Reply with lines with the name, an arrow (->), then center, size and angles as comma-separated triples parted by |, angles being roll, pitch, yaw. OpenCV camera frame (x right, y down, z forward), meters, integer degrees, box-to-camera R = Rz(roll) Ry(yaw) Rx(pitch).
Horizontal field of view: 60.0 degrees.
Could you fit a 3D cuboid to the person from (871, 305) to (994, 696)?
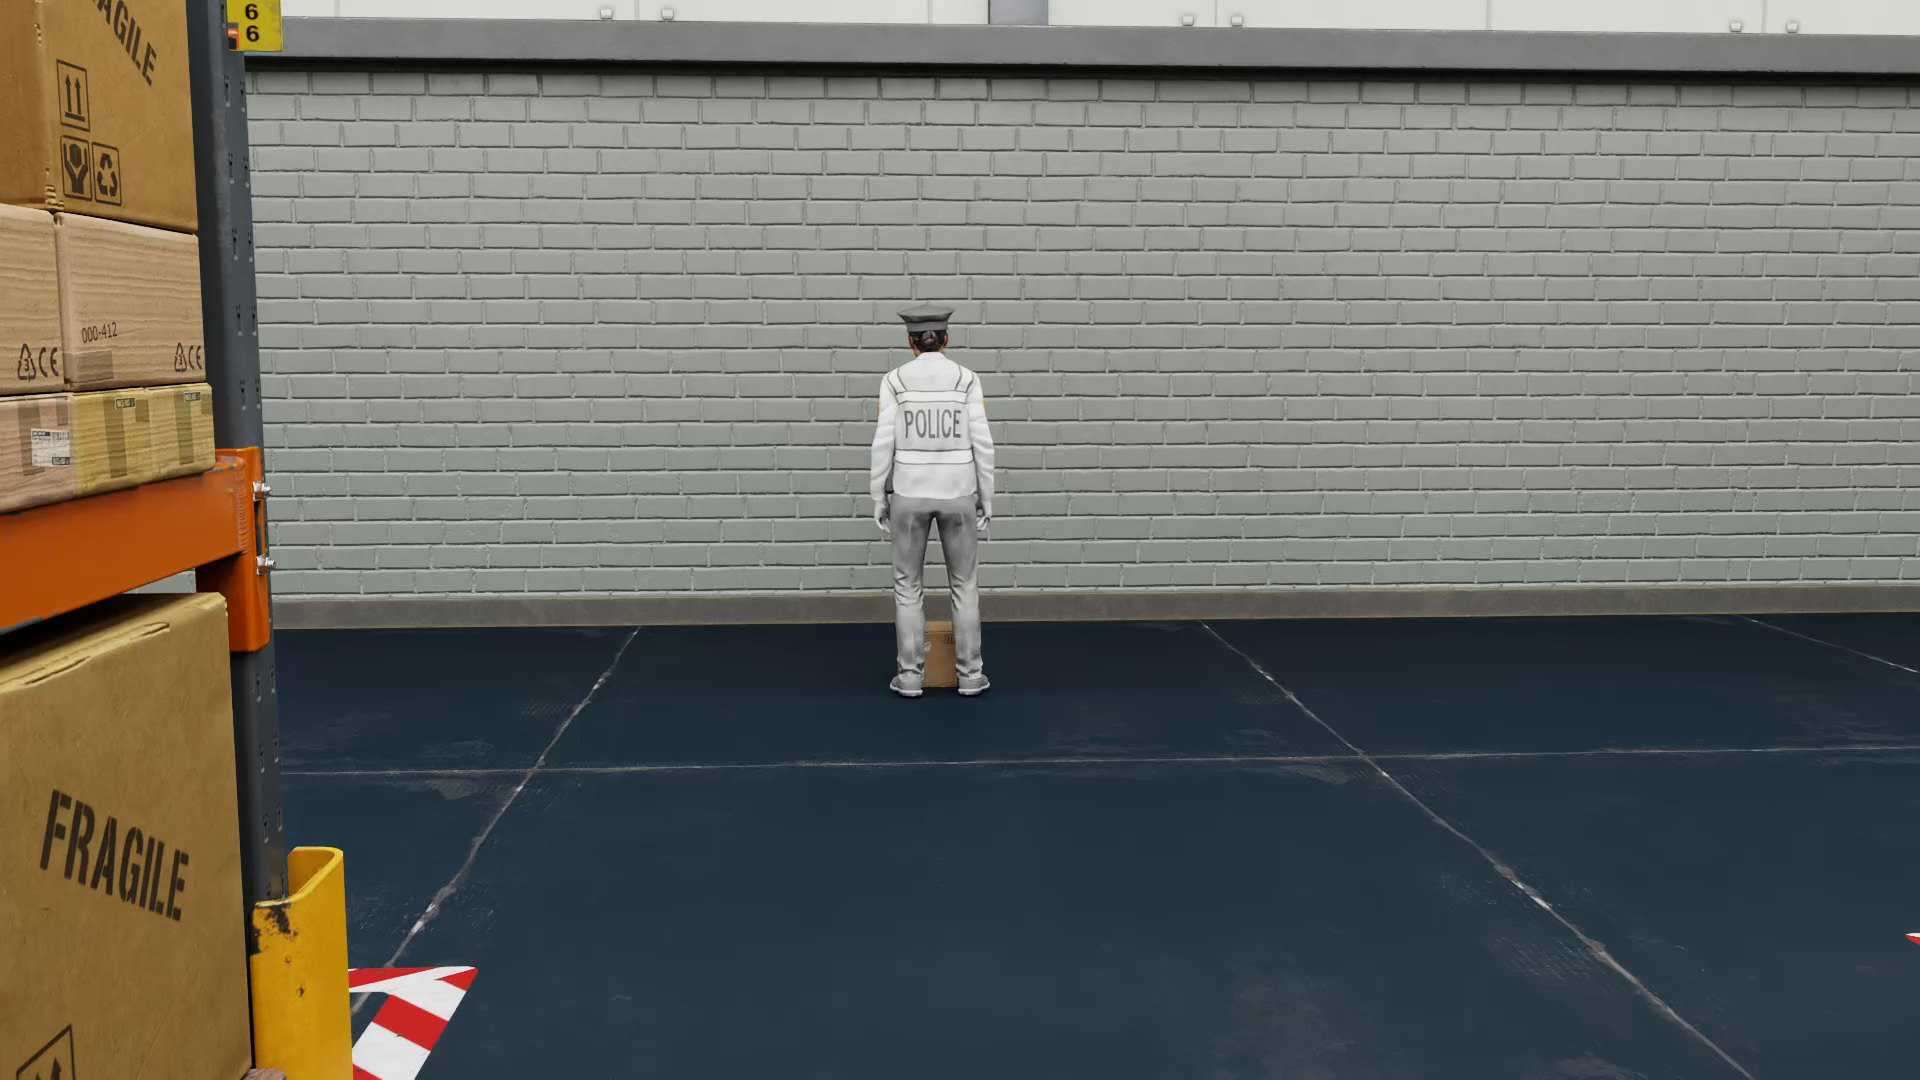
person -> -0.117, -0.163, 7.077 | 0.527, 1.662, 0.376 | 0, 7, -4
